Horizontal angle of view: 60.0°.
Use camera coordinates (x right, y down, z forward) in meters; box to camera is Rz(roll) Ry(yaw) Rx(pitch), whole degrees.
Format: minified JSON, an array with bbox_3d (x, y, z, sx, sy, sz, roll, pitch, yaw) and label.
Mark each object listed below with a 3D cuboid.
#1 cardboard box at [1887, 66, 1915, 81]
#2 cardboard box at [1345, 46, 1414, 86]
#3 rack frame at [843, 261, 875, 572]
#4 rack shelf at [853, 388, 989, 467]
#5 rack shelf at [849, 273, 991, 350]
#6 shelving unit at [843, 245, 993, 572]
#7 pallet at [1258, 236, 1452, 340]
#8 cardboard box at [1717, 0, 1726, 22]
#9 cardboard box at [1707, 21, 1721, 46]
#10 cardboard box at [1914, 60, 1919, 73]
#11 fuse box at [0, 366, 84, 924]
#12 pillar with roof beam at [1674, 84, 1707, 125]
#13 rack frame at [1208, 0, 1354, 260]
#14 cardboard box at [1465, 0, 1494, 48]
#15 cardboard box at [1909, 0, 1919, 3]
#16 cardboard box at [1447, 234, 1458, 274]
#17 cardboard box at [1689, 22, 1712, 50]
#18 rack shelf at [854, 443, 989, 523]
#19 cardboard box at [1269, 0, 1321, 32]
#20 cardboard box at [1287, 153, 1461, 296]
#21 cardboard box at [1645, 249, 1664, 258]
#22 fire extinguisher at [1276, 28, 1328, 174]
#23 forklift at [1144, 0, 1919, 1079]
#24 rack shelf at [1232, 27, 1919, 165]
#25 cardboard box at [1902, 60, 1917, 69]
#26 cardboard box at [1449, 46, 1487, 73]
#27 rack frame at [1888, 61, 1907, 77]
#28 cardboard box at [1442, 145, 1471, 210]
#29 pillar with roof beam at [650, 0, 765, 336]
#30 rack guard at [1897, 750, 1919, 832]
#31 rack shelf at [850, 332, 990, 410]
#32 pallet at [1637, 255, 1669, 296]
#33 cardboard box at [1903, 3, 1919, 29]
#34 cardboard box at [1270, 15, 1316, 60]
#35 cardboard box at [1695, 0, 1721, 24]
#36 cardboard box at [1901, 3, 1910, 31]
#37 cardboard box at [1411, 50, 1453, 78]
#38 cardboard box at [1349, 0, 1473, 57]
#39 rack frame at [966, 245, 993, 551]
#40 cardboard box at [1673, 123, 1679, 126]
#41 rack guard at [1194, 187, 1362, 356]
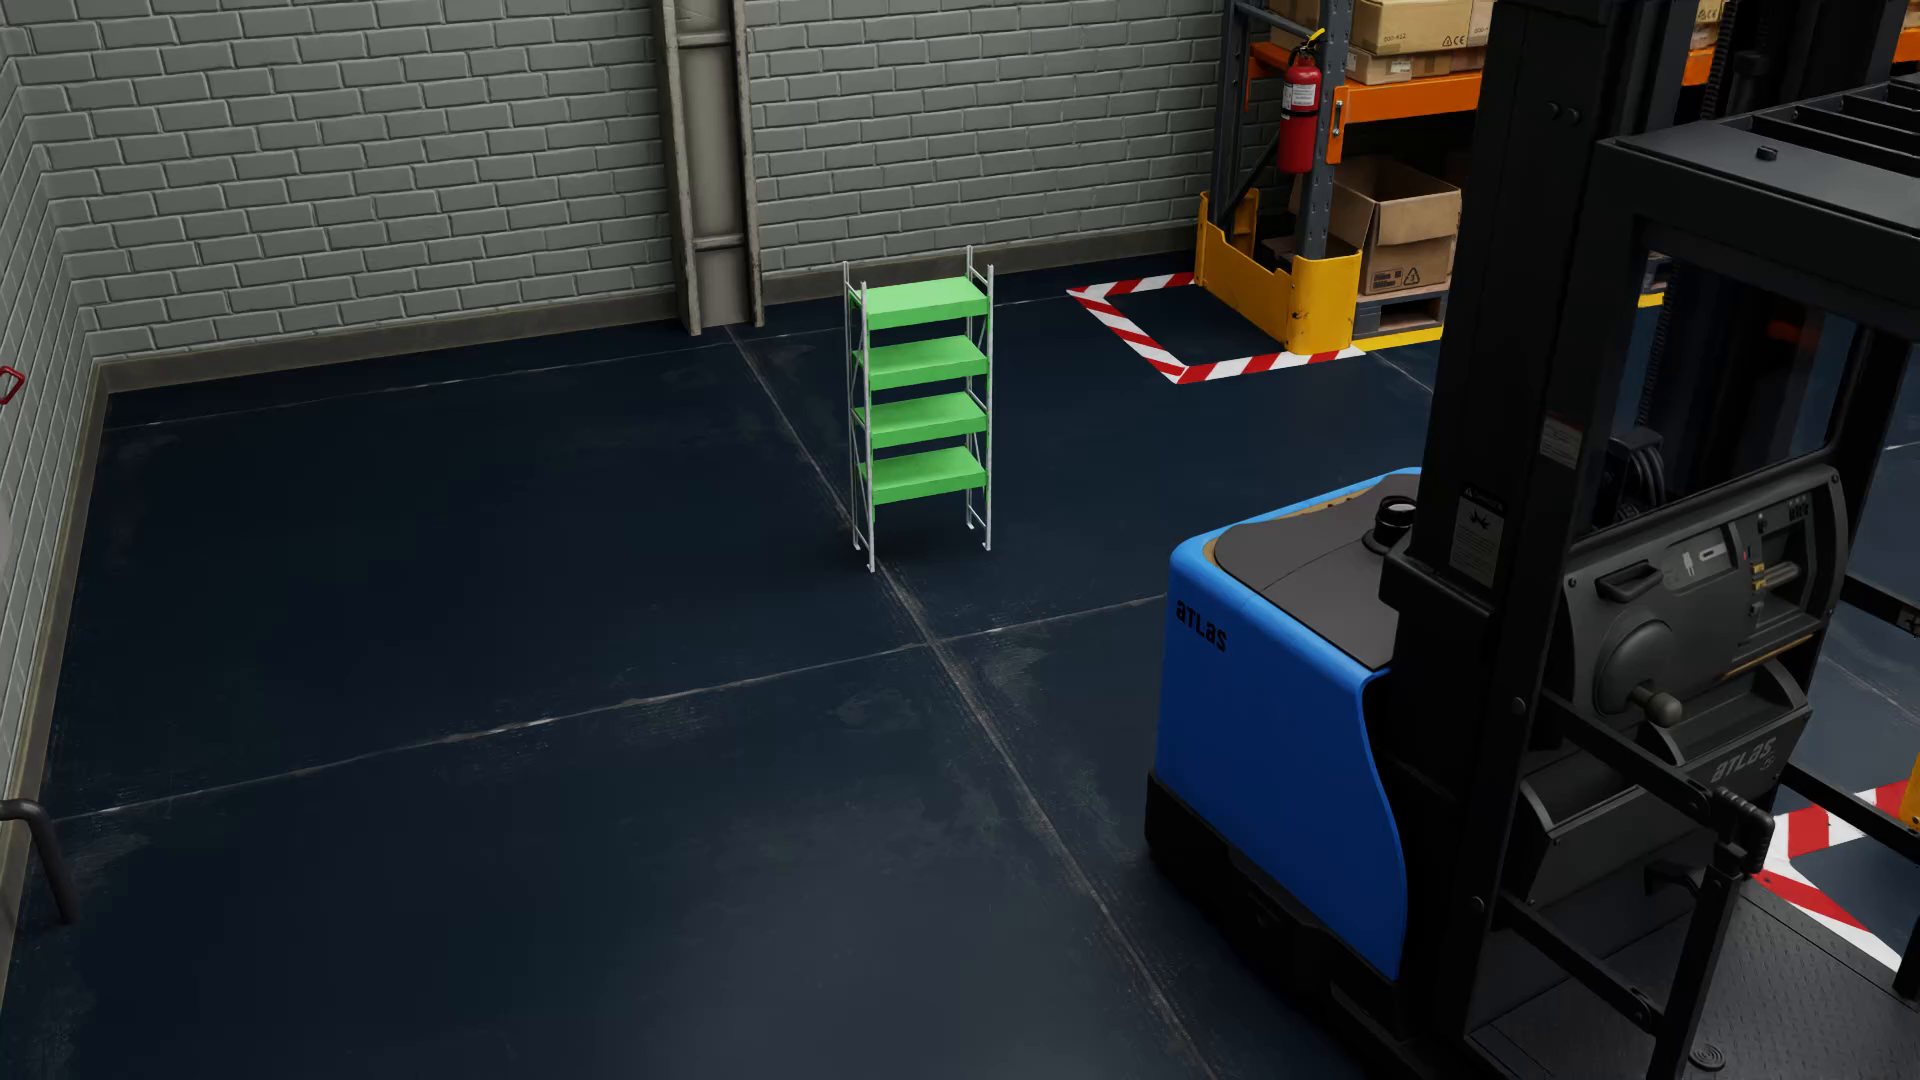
[{"bbox_3d":[5.573,-2.777,10.040,0.250,0.149,0.380,-12,32,-20],"label":"cardboard box"},{"bbox_3d":[1.983,-2.332,8.066,0.250,0.149,0.380,-11,31,-18],"label":"cardboard box"},{"bbox_3d":[-0.384,-0.451,6.329,0.015,1.200,0.240,-10,31,-18],"label":"rack frame"},{"bbox_3d":[-0.155,-0.437,6.434,0.480,0.148,0.258,-10,31,-18],"label":"rack shelf"},{"bbox_3d":[-0.155,-0.854,6.197,0.480,0.148,0.258,-10,31,-18],"label":"rack shelf"},{"bbox_3d":[-0.155,-0.493,6.403,0.503,1.200,0.258,-10,31,-18],"label":"shelving unit"},{"bbox_3d":[2.398,-1.451,9.083,1.213,0.211,1.003,-10,31,-18],"label":"pallet"},{"bbox_3d":[4.000,-2.891,8.646,0.500,0.250,0.500,-11,31,-18],"label":"cardboard box"},{"bbox_3d":[3.880,-2.727,8.760,0.250,0.149,0.380,-10,31,-17],"label":"cardboard box"},{"bbox_3d":[5.736,-2.676,9.562,0.250,0.149,0.380,-11,31,-18],"label":"cardboard box"},{"bbox_3d":[-2.558,0.335,4.433,0.414,1.711,0.539,-10,31,-18],"label":"fuse box"},{"bbox_3d":[5.863,-4.109,4.872,0.400,9.000,9.100,-10,31,-18],"label":"pillar with roof beam"},{"bbox_3d":[1.580,-2.511,8.128,0.127,3.000,1.000,-10,31,-18],"label":"rack frame"},{"bbox_3d":[2.571,-2.616,8.162,0.500,0.250,0.500,-10,31,-17],"label":"cardboard box"},{"bbox_3d":[4.936,-3.065,8.950,0.500,0.250,0.500,-10,31,-16],"label":"cardboard box"},{"bbox_3d":[2.598,-1.572,8.935,0.250,0.149,0.380,-12,32,-20],"label":"cardboard box"},{"bbox_3d":[3.665,-2.662,8.646,0.250,0.149,0.380,-11,31,-18],"label":"cardboard box"},{"bbox_3d":[-0.155,-0.229,6.553,0.480,0.148,0.258,-10,31,-18],"label":"rack shelf"},{"bbox_3d":[1.918,-2.778,8.447,0.500,0.250,0.500,-10,31,-16],"label":"cardboard box"},{"bbox_3d":[2.186,-1.671,8.750,0.637,0.503,0.797,-12,32,-20],"label":"cardboard box"},{"bbox_3d":[3.531,-1.844,9.057,0.500,0.500,0.500,-10,31,-17],"label":"cardboard box"},{"bbox_3d":[1.603,-2.076,7.818,0.183,0.674,0.296,-10,31,-18],"label":"fire extinguisher"},{"bbox_3d":[1.759,0.165,3.499,1.130,2.935,3.031,-17,34,-27],"label":"forklift"},{"bbox_3d":[3.454,-2.544,8.912,4.000,0.370,1.077,-10,31,-18],"label":"rack shelf"},{"bbox_3d":[5.818,-2.825,10.124,0.250,0.149,0.380,-10,31,-18],"label":"cardboard box"},{"bbox_3d":[2.440,-2.458,8.289,0.250,0.149,0.380,-11,31,-18],"label":"cardboard box"},{"bbox_3d":[5.329,-3.202,9.340,0.127,3.000,1.000,-10,31,-18],"label":"rack frame"},{"bbox_3d":[3.001,-1.799,8.978,0.500,0.500,0.700,-9,31,-16],"label":"cardboard box"},{"bbox_3d":[0.239,-3.073,3.054,0.400,9.000,9.100,-10,31,-18],"label":"pillar with roof beam"},{"bbox_3d":[3.291,0.881,4.698,0.348,0.500,1.175,-10,31,-18],"label":"rack guard"},{"bbox_3d":[-0.155,-0.646,6.316,0.480,0.148,0.258,-10,31,-18],"label":"rack shelf"},{"bbox_3d":[3.539,-1.659,9.450,1.213,0.211,1.003,-10,31,-18],"label":"pallet"},{"bbox_3d":[5.118,-2.920,9.099,0.250,0.149,0.380,-10,31,-17],"label":"cardboard box"},{"bbox_3d":[1.797,-2.584,8.509,0.250,0.149,0.380,-11,31,-18],"label":"cardboard box"},{"bbox_3d":[3.517,-2.803,8.491,0.500,0.250,0.500,-11,32,-19],"label":"cardboard box"},{"bbox_3d":[4.881,-2.865,9.003,0.250,0.149,0.380,-10,31,-16],"label":"cardboard box"},{"bbox_3d":[2.206,-2.397,8.181,0.250,0.149,0.380,-10,31,-16],"label":"cardboard box"},{"bbox_3d":[2.099,-2.529,8.009,0.500,0.250,0.500,-10,31,-17],"label":"cardboard box"},{"bbox_3d":[0.074,-0.535,6.477,0.015,1.200,0.240,-10,31,-18],"label":"rack frame"},{"bbox_3d":[3.974,-1.978,9.292,0.500,0.500,0.700,-12,32,-19],"label":"cardboard box"},{"bbox_3d":[1.651,-1.438,8.769,0.348,0.500,1.175,-10,31,-18],"label":"rack guard"}]
